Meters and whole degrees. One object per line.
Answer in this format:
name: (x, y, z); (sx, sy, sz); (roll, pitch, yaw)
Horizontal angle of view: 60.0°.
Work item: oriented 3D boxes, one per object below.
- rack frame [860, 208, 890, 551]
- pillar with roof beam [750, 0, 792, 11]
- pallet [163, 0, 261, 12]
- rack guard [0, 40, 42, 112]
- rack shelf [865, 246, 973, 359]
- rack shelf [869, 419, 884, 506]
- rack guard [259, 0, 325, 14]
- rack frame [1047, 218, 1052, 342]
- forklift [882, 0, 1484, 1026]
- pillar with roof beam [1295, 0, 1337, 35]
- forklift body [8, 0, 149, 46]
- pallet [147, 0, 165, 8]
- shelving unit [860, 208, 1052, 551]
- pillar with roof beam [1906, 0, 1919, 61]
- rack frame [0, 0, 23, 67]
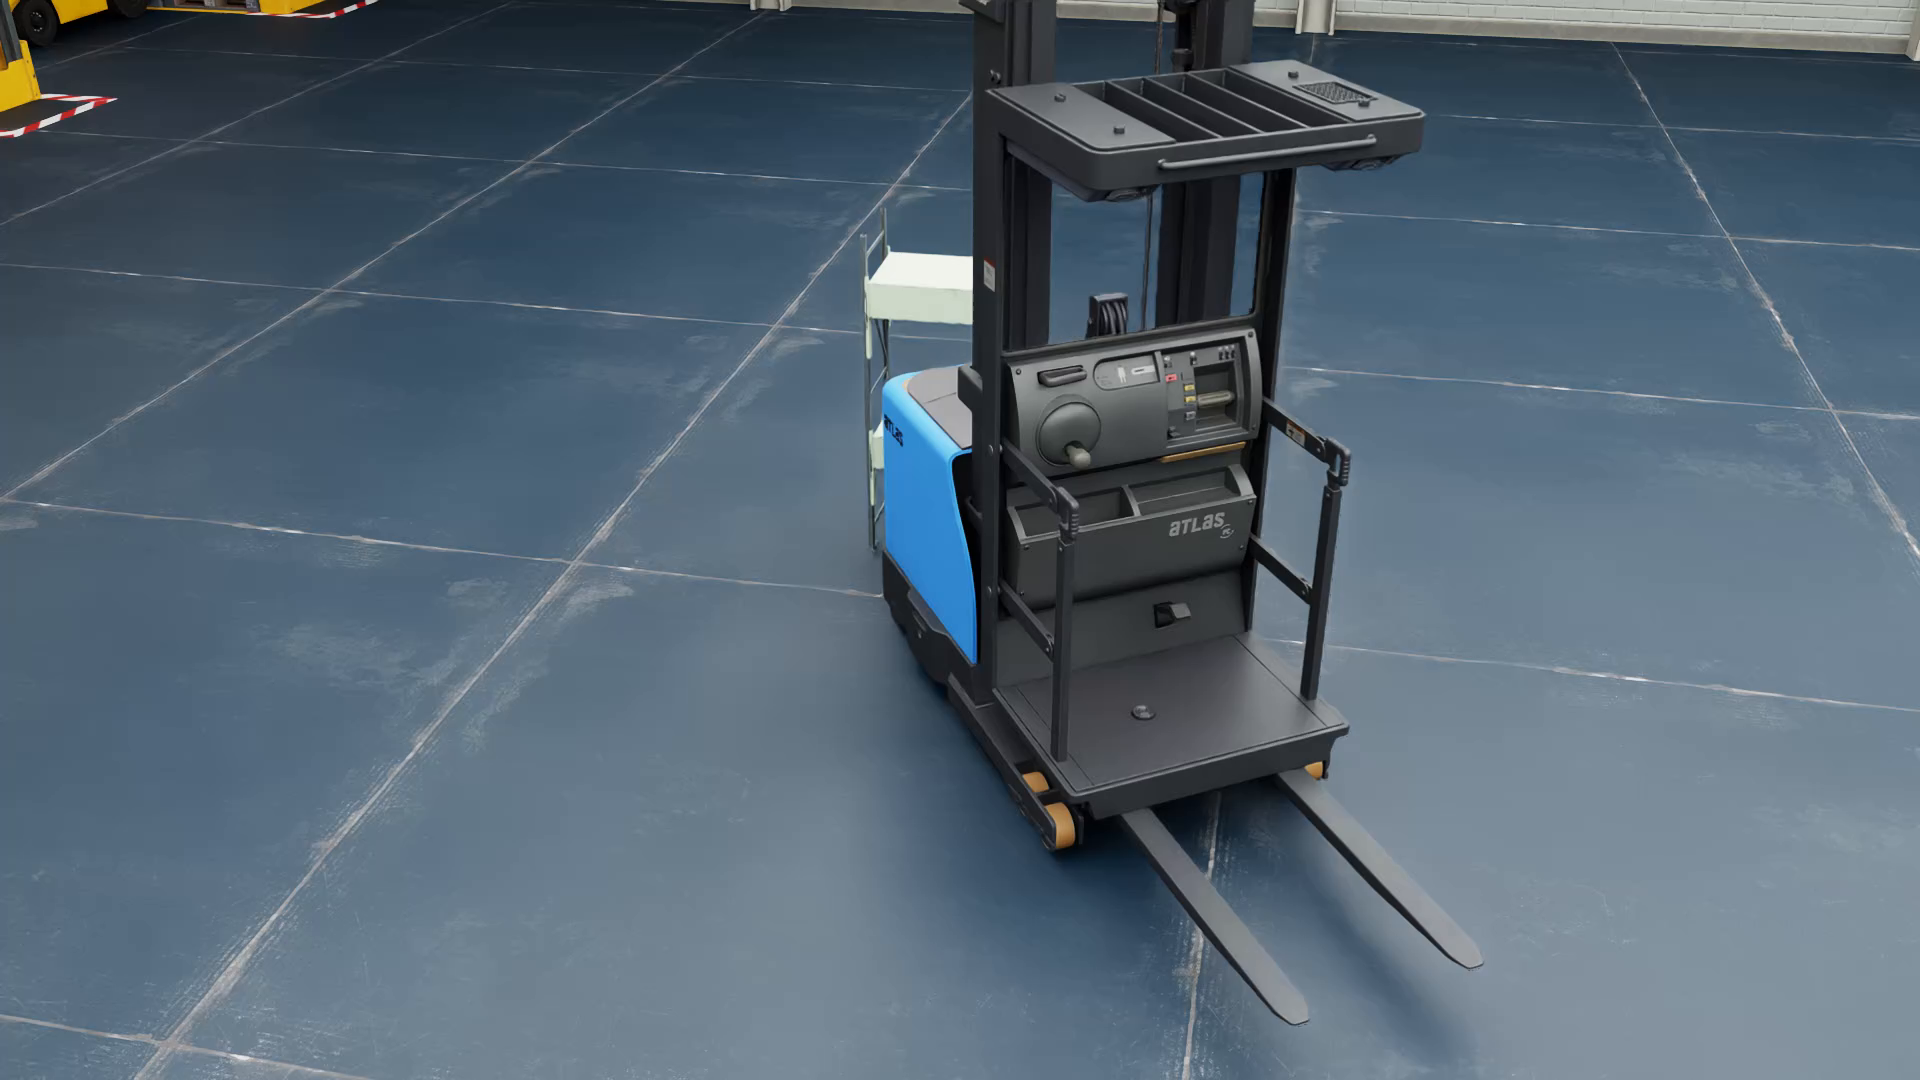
rack frame: (-0.371, -0.703, 7.472); (0.023, 1.500, 0.400); (5, 29, 10)
pillar with roof beam: (-3.017, -7.906, 12.820); (0.400, 9.000, 9.100); (6, 29, 11)
pallet: (-8.249, -6.239, 18.926); (1.213, 0.211, 1.003); (6, 29, 11)
rack guard: (-8.600, -3.985, 14.508); (0.348, 0.500, 1.175); (6, 29, 11)
rack shelf: (-0.011, -1.012, 7.224); (0.720, 0.370, 0.431); (5, 29, 10)
rack shelf: (-0.011, -0.384, 7.568); (0.720, 0.370, 0.431); (5, 29, 10)
rack guard: (-7.469, -6.306, 18.748); (0.348, 0.500, 1.175); (6, 29, 11)
rack frame: (0.348, -0.636, 7.351); (0.023, 1.500, 0.400); (5, 29, 10)
forklift: (0.692, -0.437, 5.497); (1.130, 2.935, 3.031); (-11, 31, -19)
pillar with roof beam: (2.851, -7.304, 11.721); (0.400, 9.000, 9.100); (6, 29, 11)
forklift body: (-9.728, -6.366, 17.138); (1.214, 2.155, 2.313); (6, 29, 11)
pallet: (-9.439, -6.362, 19.151); (1.213, 0.211, 1.003); (6, 29, 11)
shelving unit: (-0.011, -0.669, 7.411); (0.755, 1.500, 0.431); (5, 29, 10)
pillar with roof beam: (8.719, -6.703, 10.622); (0.400, 9.000, 9.100); (6, 29, 11)
rack frame: (-8.526, -5.073, 13.894); (0.127, 3.000, 1.000); (6, 29, 11)
